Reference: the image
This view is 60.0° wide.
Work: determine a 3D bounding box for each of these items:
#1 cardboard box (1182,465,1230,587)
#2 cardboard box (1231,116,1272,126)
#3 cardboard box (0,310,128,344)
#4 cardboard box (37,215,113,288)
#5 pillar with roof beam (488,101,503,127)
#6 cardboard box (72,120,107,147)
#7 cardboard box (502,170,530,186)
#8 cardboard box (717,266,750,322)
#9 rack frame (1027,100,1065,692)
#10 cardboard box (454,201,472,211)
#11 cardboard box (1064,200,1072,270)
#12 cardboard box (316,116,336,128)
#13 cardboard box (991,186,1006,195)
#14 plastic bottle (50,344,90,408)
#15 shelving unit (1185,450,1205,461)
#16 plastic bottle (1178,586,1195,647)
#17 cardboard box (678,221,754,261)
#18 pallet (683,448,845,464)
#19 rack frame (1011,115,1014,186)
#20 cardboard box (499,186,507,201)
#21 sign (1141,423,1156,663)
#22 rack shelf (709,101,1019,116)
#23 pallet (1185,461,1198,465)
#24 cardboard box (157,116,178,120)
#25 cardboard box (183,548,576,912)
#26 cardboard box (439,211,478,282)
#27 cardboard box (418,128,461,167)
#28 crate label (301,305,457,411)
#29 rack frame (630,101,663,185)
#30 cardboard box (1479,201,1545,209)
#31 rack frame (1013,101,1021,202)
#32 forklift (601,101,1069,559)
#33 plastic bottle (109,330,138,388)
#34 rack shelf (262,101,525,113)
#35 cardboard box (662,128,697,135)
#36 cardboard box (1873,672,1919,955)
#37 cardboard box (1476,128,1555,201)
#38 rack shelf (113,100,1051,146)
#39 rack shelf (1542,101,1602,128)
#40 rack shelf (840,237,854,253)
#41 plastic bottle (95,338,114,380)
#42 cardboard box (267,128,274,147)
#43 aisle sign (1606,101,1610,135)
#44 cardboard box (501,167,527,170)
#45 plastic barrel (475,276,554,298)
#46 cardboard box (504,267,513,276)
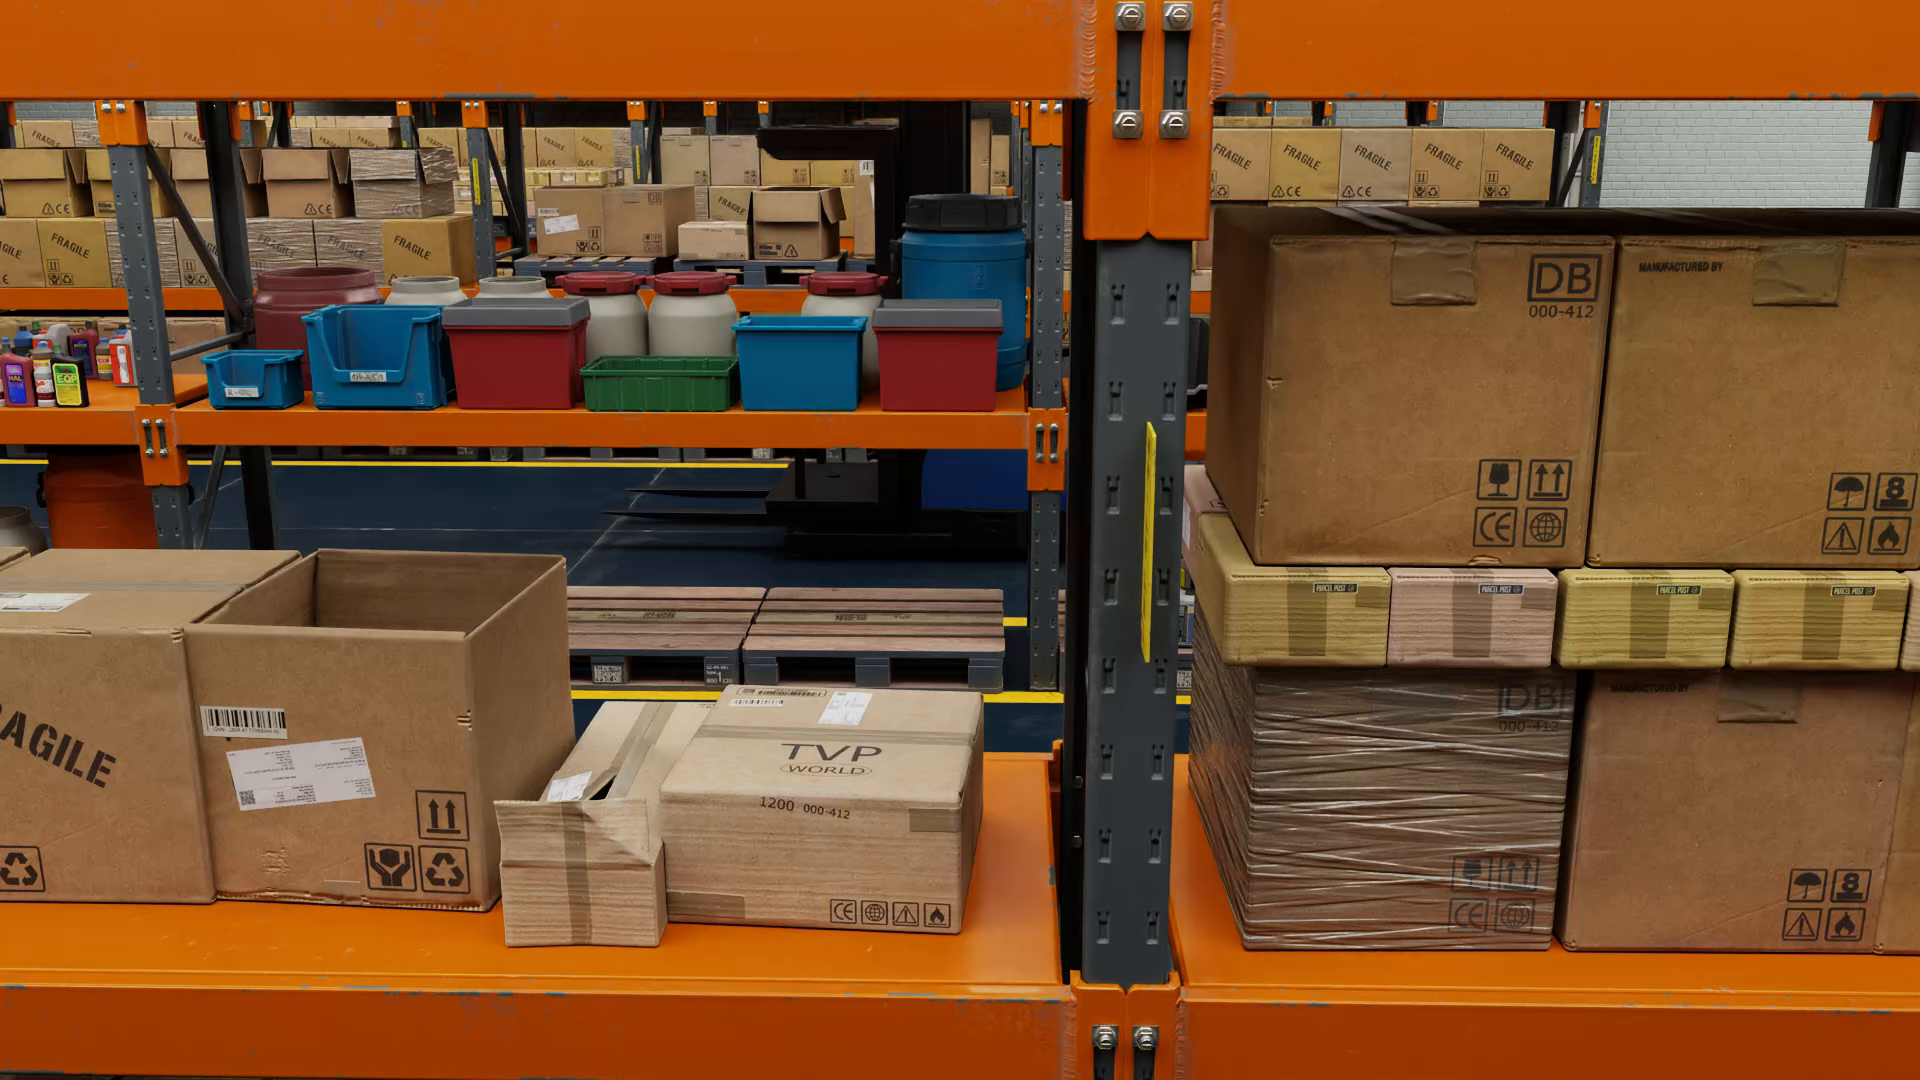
[{"bbox_3d":[0.545,-0.028,3.100,0.250,0.149,0.380,0,15,1],"label":"cardboard box"},{"bbox_3d":[3.754,-5.269,21.693,0.500,0.500,0.700,1,15,2],"label":"cardboard box"},{"bbox_3d":[-6.833,-1.368,12.989,0.875,0.875,1.225,0,15,2],"label":"cardboard box"},{"bbox_3d":[-6.517,-2.170,12.490,0.500,0.500,0.500,0,15,2],"label":"cardboard box"},{"bbox_3d":[-7.880,-8.022,23.107,0.400,9.000,9.100,0,15,1],"label":"pillar with roof beam"},{"bbox_3d":[-8.750,-4.075,17.165,0.500,0.500,0.500,1,15,3],"label":"cardboard box"},{"bbox_3d":[-4.528,-3.690,16.950,0.250,0.149,0.380,1,15,3],"label":"cardboard box"},{"bbox_3d":[-2.640,-2.518,17.592,0.750,0.750,1.050,0,15,1],"label":"cardboard box"},{"bbox_3d":[0.398,-0.877,7.783,0.127,3.000,1.000,0,15,1],"label":"rack frame"},{"bbox_3d":[-5.034,-3.407,17.044,0.250,0.149,0.380,1,15,3],"label":"cardboard box"},{"bbox_3d":[0.973,-2.313,12.449,0.500,0.500,0.875,0,15,1],"label":"cardboard box"},{"bbox_3d":[-8.299,-5.516,21.940,0.250,0.149,0.380,0,15,1],"label":"cardboard box"},{"bbox_3d":[0.224,-3.388,17.104,0.500,0.500,0.500,0,15,1],"label":"cardboard box"},{"bbox_3d":[-4.016,-0.740,7.494,0.133,0.283,0.061,0,15,1],"label":"plastic bottle"},{"bbox_3d":[1.403,-0.708,10.083,1.083,1.500,0.587,1,15,3],"label":"shelving unit"},{"bbox_3d":[1.029,0.337,7.661,0.135,0.276,0.152,1,15,3],"label":"plastic bottle"},{"bbox_3d":[-1.805,-2.227,12.371,0.500,0.250,0.500,0,15,0],"label":"cardboard box"},{"bbox_3d":[-1.477,-0.803,12.971,1.213,0.211,1.003,0,15,1],"label":"pallet"},{"bbox_3d":[0.901,-5.933,26.947,0.127,3.000,1.000,0,15,1],"label":"rack frame"},{"bbox_3d":[-4.532,-3.547,16.989,0.250,0.149,0.380,0,15,2],"label":"cardboard box"},{"bbox_3d":[0.264,0.003,2.332,0.005,0.325,0.100,0,15,1],"label":"sign"},{"bbox_3d":[-1.222,-5.783,21.908,4.000,0.370,1.077,0,15,1],"label":"rack shelf"},{"bbox_3d":[1.197,-0.796,12.943,1.213,0.211,1.003,0,15,1],"label":"pallet"},{"bbox_3d":[-10.350,-5.503,21.891,0.250,0.149,0.380,1,15,3],"label":"cardboard box"},{"bbox_3d":[-1.026,0.326,3.030,0.500,0.500,0.500,1,15,5],"label":"cardboard box"},{"bbox_3d":[-3.953,-2.287,12.931,0.500,0.500,0.500,1,15,3],"label":"cardboard box"},{"bbox_3d":[-6.787,-5.175,21.918,0.500,0.500,0.500,1,15,2],"label":"cardboard box"},{"bbox_3d":[-2.614,-0.844,7.591,0.616,0.435,0.502,0,15,1],"label":"crate label"},{"bbox_3d":[-3.247,-3.430,17.461,0.127,3.000,1.000,0,15,1],"label":"rack frame"},{"bbox_3d":[3.974,-2.316,12.461,0.500,0.500,0.875,0,15,1],"label":"cardboard box"},{"bbox_3d":[0.778,-4.667,22.149,0.127,3.000,1.000,0,15,1],"label":"rack frame"},{"bbox_3d":[-0.657,-1.438,10.046,3.031,2.935,1.130,1,15,3],"label":"forklift"},{"bbox_3d":[-4.029,-0.889,8.073,0.135,0.276,0.152,0,15,1],"label":"plastic bottle"},{"bbox_3d":[-9.096,-7.100,26.903,4.000,0.370,1.077,0,15,1],"label":"rack shelf"},{"bbox_3d":[-3.745,-5.161,21.868,0.500,0.500,0.500,0,15,0],"label":"cardboard box"},{"bbox_3d":[1.740,0.346,2.954,0.500,0.500,0.700,1,15,2],"label":"cardboard box"},{"bbox_3d":[3.967,-2.730,12.068,0.500,0.500,0.500,0,15,1],"label":"cardboard box"},{"bbox_3d":[-1.601,-1.992,7.541,4.000,0.370,1.077,0,15,1],"label":"rack shelf"},{"bbox_3d":[2.524,-3.229,12.230,4.000,0.370,1.077,0,15,1],"label":"rack shelf"},{"bbox_3d":[-1.247,-3.069,17.503,4.000,0.370,1.077,0,15,1],"label":"rack shelf"},{"bbox_3d":[-4.238,-0.900,8.262,0.097,0.201,0.097,0,15,0],"label":"plastic bottle"},{"bbox_3d":[-9.216,-5.195,21.995,0.500,0.500,0.500,0,15,2],"label":"cardboard box"},{"bbox_3d":[4.577,-3.294,11.848,0.004,0.787,0.394,0,15,1],"label":"aisle sign"},{"bbox_3d":[-4.753,-3.859,17.588,0.250,0.149,0.380,1,15,4],"label":"cardboard box"},{"bbox_3d":[-2.146,-1.002,8.038,0.421,0.512,0.421,0,15,0],"label":"plastic barrel"},{"bbox_3d":[-4.442,-2.725,17.396,0.500,0.250,0.500,1,15,2],"label":"cardboard box"}]
